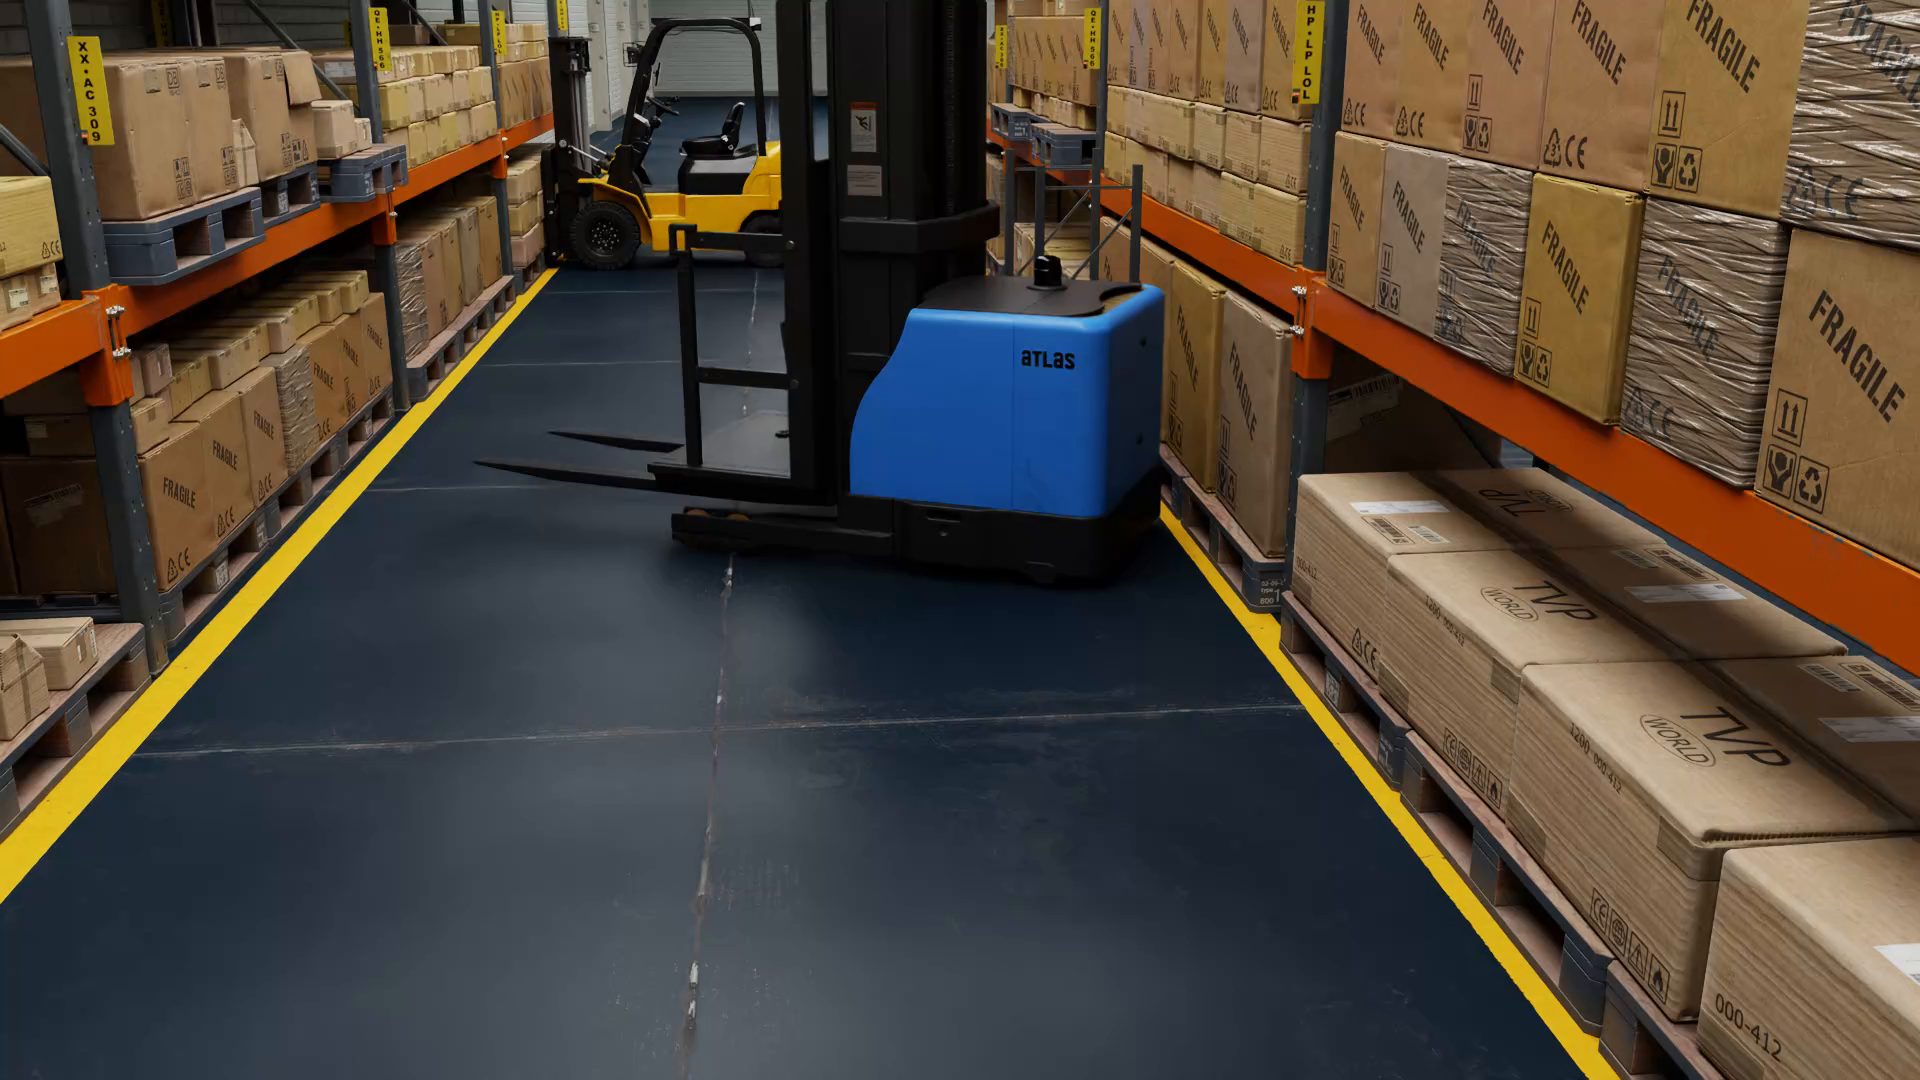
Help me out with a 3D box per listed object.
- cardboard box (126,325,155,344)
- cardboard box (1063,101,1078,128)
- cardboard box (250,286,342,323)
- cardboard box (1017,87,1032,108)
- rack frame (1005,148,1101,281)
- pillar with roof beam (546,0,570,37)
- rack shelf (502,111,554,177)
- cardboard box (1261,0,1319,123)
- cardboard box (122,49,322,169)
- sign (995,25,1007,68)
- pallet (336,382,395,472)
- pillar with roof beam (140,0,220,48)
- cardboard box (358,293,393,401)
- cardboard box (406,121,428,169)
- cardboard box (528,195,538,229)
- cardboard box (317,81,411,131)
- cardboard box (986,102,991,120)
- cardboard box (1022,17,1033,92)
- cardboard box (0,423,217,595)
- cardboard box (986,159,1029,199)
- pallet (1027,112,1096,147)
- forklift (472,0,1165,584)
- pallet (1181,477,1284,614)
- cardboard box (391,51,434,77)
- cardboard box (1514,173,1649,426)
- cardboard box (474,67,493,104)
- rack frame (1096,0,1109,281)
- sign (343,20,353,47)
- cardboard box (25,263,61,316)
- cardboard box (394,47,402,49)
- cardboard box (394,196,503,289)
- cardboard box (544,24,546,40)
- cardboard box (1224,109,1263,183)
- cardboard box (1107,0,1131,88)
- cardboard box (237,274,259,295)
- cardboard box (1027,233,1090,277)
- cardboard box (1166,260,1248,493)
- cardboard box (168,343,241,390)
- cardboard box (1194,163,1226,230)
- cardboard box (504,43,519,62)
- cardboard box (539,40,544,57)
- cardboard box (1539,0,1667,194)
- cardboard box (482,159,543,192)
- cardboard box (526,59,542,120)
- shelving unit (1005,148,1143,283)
[{"bbox_3d":[-3.739,-0.841,7.237,0.380,0.149,0.250,-2,18,-8],"label":"cardboard box"},{"bbox_3d":[0.843,-2.631,10.268,0.380,0.149,0.250,-2,18,-6],"label":"cardboard box"},{"bbox_3d":[-3.310,-1.172,8.291,0.380,0.149,0.250,-2,18,-7],"label":"cardboard box"},{"bbox_3d":[0.629,-3.332,12.500,0.380,0.149,0.250,-1,17,-5],"label":"cardboard box"},{"bbox_3d":[0.489,-1.326,8.898,0.500,1.500,0.032,-2,18,-6],"label":"rack frame"},{"bbox_3d":[-2.261,-10.873,26.787,9.100,9.000,0.400,-2,18,-6],"label":"pillar with roof beam"},{"bbox_3d":[-4.274,-3.599,14.833,1.077,0.370,4.000,-2,18,-6],"label":"rack shelf"},{"bbox_3d":[1.398,-1.767,5.962,0.500,0.500,0.500,-1,17,-4],"label":"cardboard box"},{"bbox_3d":[-3.303,-1.923,7.422,0.797,0.503,0.637,-2,18,-7],"label":"cardboard box"},{"bbox_3d":[0.330,-3.894,13.129,0.100,0.325,0.005,-2,18,-6],"label":"sign"},{"bbox_3d":[-3.616,-0.600,8.736,1.003,0.211,1.213,-2,18,-6],"label":"pallet"},{"bbox_3d":[-0.404,-5.510,9.705,9.100,9.000,0.400,-2,18,-6],"label":"pillar with roof beam"},{"bbox_3d":[-3.398,-1.043,8.962,0.500,0.500,0.500,-1,17,-4],"label":"cardboard box"},{"bbox_3d":[-3.505,-2.372,9.976,0.500,0.250,0.500,-2,18,-7],"label":"cardboard box"},{"bbox_3d":[-3.865,-2.777,14.068,0.500,0.250,0.500,-2,18,-6],"label":"cardboard box"},{"bbox_3d":[-3.433,-2.462,9.426,0.500,0.250,0.500,-2,18,-6],"label":"cardboard box"},{"bbox_3d":[0.425,-3.770,14.596,0.380,0.149,0.250,-2,18,-6],"label":"cardboard box"},{"bbox_3d":[0.722,-3.445,11.778,0.500,0.500,0.500,-2,18,-6],"label":"cardboard box"},{"bbox_3d":[-3.069,-0.121,6.028,0.500,0.500,0.500,-1,17,-3],"label":"cardboard box"},{"bbox_3d":[0.487,-3.066,14.573,0.500,0.500,0.500,-1,17,-5],"label":"cardboard box"},{"bbox_3d":[1.037,-2.806,11.426,1.003,0.211,1.213,-2,18,-6],"label":"pallet"},{"bbox_3d":[-0.691,-1.480,6.998,3.031,2.935,1.130,6,19,19],"label":"forklift"},{"bbox_3d":[1.539,-0.014,6.870,1.003,0.211,1.213,-2,18,-6],"label":"pallet"},{"bbox_3d":[-3.539,-3.000,10.474,0.380,0.149,0.250,-1,17,-4],"label":"cardboard box"},{"bbox_3d":[1.628,-0.565,3.801,0.500,0.500,0.500,-1,17,-4],"label":"cardboard box"},{"bbox_3d":[-3.763,-3.375,12.334,0.500,0.250,0.500,-2,18,-7],"label":"cardboard box"},{"bbox_3d":[1.281,-2.309,9.523,1.000,3.000,0.127,-2,18,-6],"label":"rack frame"},{"bbox_3d":[-4.620,-3.779,12.629,0.100,0.325,0.005,-2,18,-6],"label":"sign"},{"bbox_3d":[-2.959,-0.755,4.995,0.380,0.149,0.250,-2,17,-5],"label":"cardboard box"},{"bbox_3d":[-4.270,-3.510,12.100,0.380,0.149,0.250,-2,18,-7],"label":"cardboard box"},{"bbox_3d":[-4.003,-2.258,12.626,0.875,0.625,0.625,-1,17,-3],"label":"cardboard box"},{"bbox_3d":[-4.178,-4.864,15.916,0.380,0.149,0.250,-2,18,-6],"label":"cardboard box"},{"bbox_3d":[1.348,-1.556,6.543,0.500,0.250,0.500,-1,17,-4],"label":"cardboard box"},{"bbox_3d":[1.089,-2.679,8.866,0.500,0.500,0.500,-2,18,-7],"label":"cardboard box"},{"bbox_3d":[-3.912,-1.306,8.720,0.380,0.149,0.250,-1,17,-3],"label":"cardboard box"},{"bbox_3d":[1.003,-2.077,12.470,0.950,0.372,0.625,-1,17,-2],"label":"cardboard box"},{"bbox_3d":[1.450,-0.755,7.419,0.875,0.875,0.875,-1,17,-4],"label":"cardboard box"},{"bbox_3d":[-3.189,-0.708,6.813,0.380,0.149,0.250,-2,18,-6],"label":"cardboard box"},{"bbox_3d":[1.313,-1.474,7.114,0.500,0.250,0.500,-2,18,-7],"label":"cardboard box"},{"bbox_3d":[-3.874,-4.036,13.775,0.380,0.149,0.250,-1,17,-4],"label":"cardboard box"},{"bbox_3d":[-4.144,-4.646,15.718,0.380,0.149,0.250,-1,17,-5],"label":"cardboard box"},{"bbox_3d":[1.639,-1.038,3.641,0.500,0.500,0.500,-2,18,-6],"label":"cardboard box"},{"bbox_3d":[-3.911,-3.166,14.473,0.500,0.250,0.500,-1,17,-4],"label":"cardboard box"},{"bbox_3d":[-4.008,-3.990,14.711,0.500,0.500,0.500,-2,18,-5],"label":"cardboard box"},{"bbox_3d":[0.545,-1.172,8.407,0.587,1.500,1.083,-2,18,-6],"label":"shelving unit"}]
